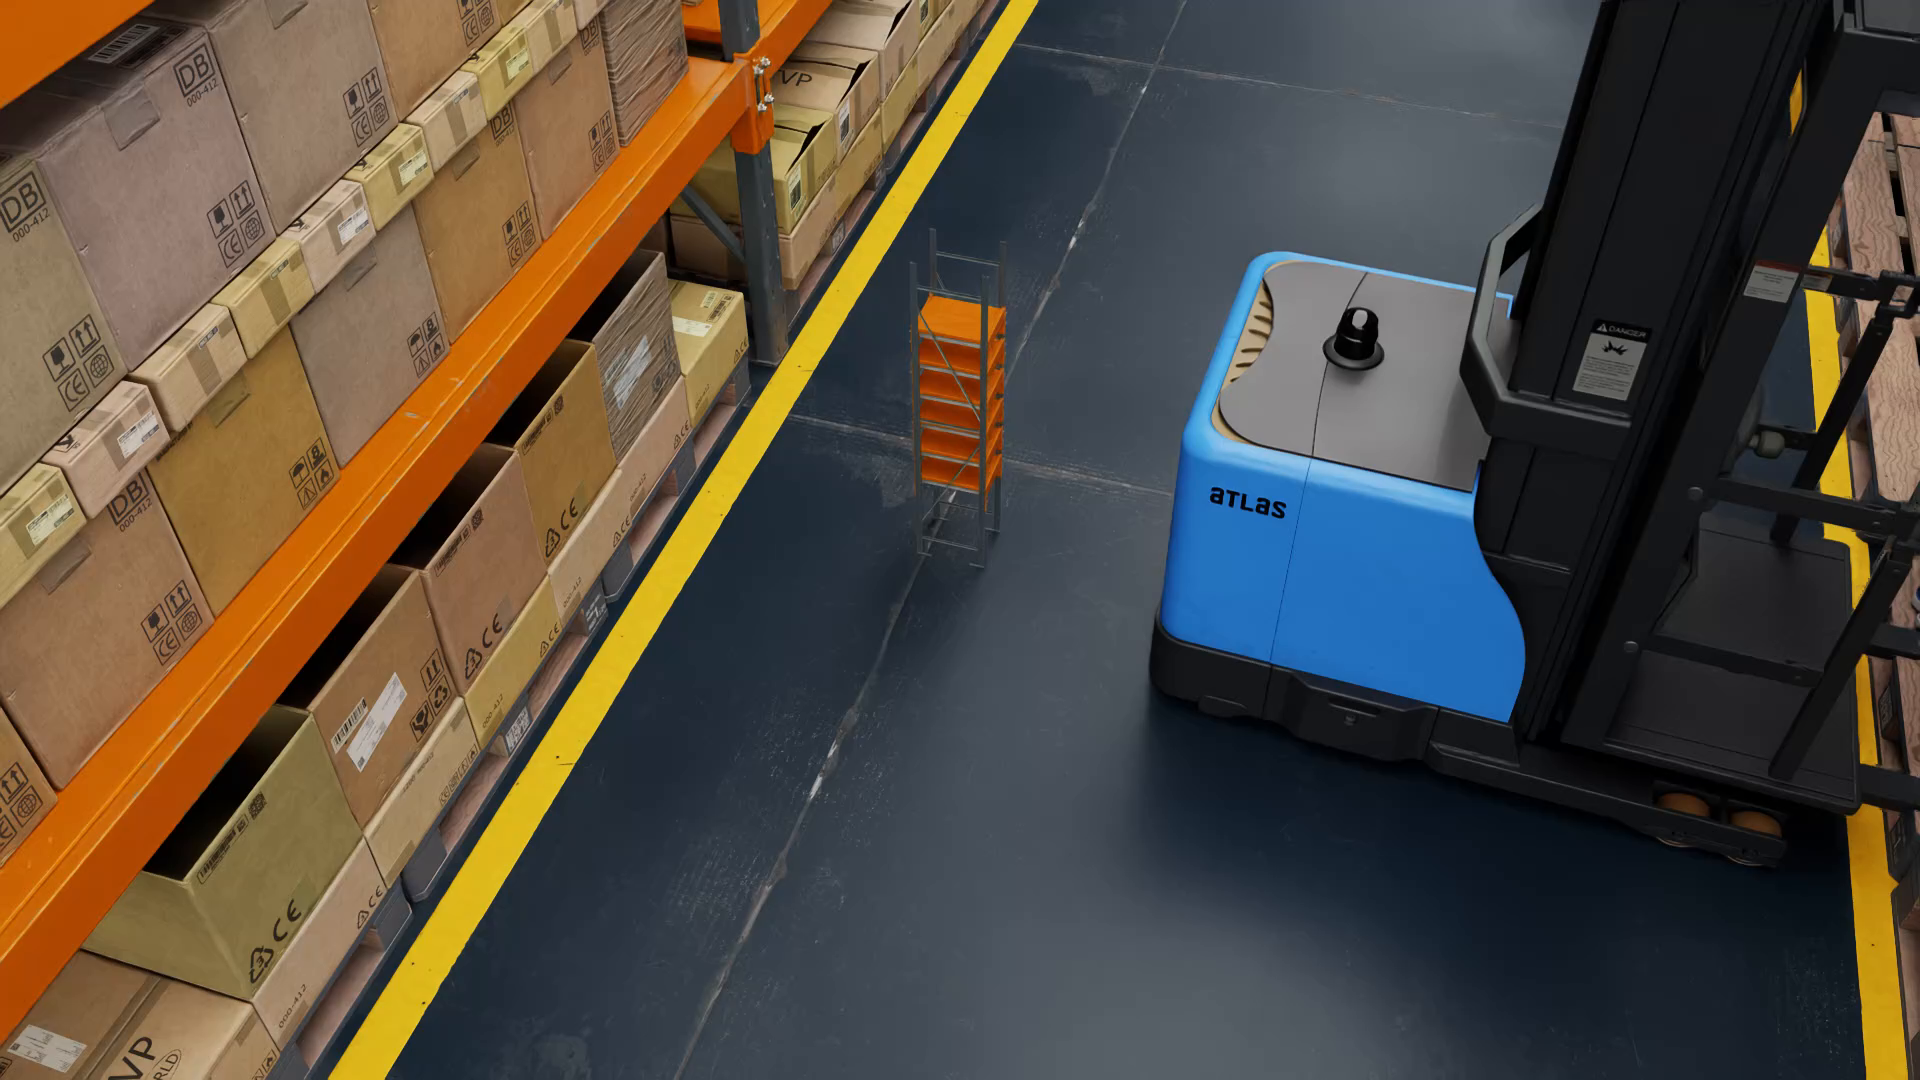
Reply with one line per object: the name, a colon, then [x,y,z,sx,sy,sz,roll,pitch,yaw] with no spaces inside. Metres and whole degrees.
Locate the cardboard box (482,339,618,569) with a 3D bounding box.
cardboard box: [-1.406,-0.298,5.039,0.500,0.500,0.500,13,46,13]

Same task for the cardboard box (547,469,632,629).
cardboard box: [-1.394,-0.027,5.299,0.500,0.250,0.500,13,46,13]

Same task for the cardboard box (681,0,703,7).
cardboard box: [-1.056,-2.166,5.927,0.500,0.250,0.500,15,46,15]

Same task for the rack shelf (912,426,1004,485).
rack shelf: [-0.004,-0.302,5.436,0.258,0.103,0.180,13,46,12]

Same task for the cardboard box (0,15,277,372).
cardboard box: [-1.899,-0.747,3.370,0.700,0.500,0.500,13,46,13]

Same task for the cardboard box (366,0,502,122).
cardboard box: [-1.596,-1.414,4.051,0.700,0.500,0.500,13,46,12]

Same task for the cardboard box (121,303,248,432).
cardboard box: [-1.739,-0.388,3.467,0.380,0.149,0.250,11,45,11]

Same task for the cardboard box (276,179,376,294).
cardboard box: [-1.584,-0.724,3.810,0.380,0.149,0.250,13,46,13]

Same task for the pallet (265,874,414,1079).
pallet: [-2.183,1.262,4.310,1.003,0.211,1.213,13,46,13]

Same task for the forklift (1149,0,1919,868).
forklift: [2.168,-0.532,4.198,3.031,2.935,1.130,14,46,14]

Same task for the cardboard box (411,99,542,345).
cardboard box: [-1.601,-0.935,4.489,0.700,0.500,0.500,13,46,13]

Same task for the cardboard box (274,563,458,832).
cardboard box: [-1.711,0.368,4.359,0.500,0.500,0.500,13,46,13]

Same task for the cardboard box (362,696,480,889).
cardboard box: [-1.700,0.639,4.618,0.500,0.250,0.500,13,46,13]

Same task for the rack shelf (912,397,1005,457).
rack shelf: [-0.004,-0.387,5.352,0.258,0.103,0.180,13,46,12]

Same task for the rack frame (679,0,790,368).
rack frame: [-1.163,-1.883,5.529,1.000,3.000,0.127,13,46,13]

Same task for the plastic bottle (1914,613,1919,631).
plastic bottle: [3.011,0.199,5.088,0.097,0.201,0.097,0,44,0]

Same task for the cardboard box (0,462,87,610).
cardboard box: [-1.896,-0.042,3.113,0.380,0.149,0.250,13,46,13]

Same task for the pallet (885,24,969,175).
pallet: [-0.610,-2.201,7.849,1.003,0.211,1.213,13,46,13]

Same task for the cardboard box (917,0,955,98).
cardboard box: [-0.340,-2.292,7.613,0.500,0.250,0.500,13,46,13]

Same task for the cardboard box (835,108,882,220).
cardboard box: [-0.649,-1.607,6.913,0.500,0.250,0.500,14,46,14]

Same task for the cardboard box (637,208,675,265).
cardboard box: [-1.314,-1.388,6.689,0.500,0.250,0.500,12,46,12]

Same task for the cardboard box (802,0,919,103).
cardboard box: [-0.488,-2.151,7.068,0.500,0.311,0.500,11,45,11]

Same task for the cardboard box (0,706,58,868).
cardboard box: [-2.221,0.439,3.085,0.700,0.500,0.500,13,46,13]

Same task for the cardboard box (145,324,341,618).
cardboard box: [-1.911,-0.241,3.781,0.700,0.500,0.500,13,46,13]

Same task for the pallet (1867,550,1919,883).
pallet: [3.313,0.604,4.981,1.003,0.211,1.213,13,46,13]

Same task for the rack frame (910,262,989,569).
rack frame: [-0.032,-0.358,5.258,0.240,1.200,0.006,13,46,12]

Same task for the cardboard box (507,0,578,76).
cardboard box: [-1.274,-1.409,4.510,0.380,0.149,0.250,12,46,12]

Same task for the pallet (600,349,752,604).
pallet: [-1.444,-0.365,5.972,1.003,0.211,1.213,13,46,13]

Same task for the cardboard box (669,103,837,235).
cardboard box: [-0.801,-1.473,6.375,0.500,0.311,0.500,13,46,13]

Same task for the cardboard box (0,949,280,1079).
cardboard box: [-2.000,1.306,3.937,0.500,0.250,0.500,13,46,13]

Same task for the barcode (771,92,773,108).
barcode: [-0.689,-1.572,5.998,0.001,0.075,0.075,13,46,13]

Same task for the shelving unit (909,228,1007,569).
shelving unit: [-0.004,-0.419,5.320,0.258,1.200,0.189,13,46,12]

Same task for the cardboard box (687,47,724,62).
cardboard box: [-1.162,-1.929,6.842,0.500,0.311,0.500,14,46,14]

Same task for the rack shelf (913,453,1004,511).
rack shelf: [-0.004,-0.216,5.519,0.258,0.103,0.180,13,46,12]

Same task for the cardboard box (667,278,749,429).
cardboard box: [-1.095,-0.695,5.981,0.500,0.250,0.500,13,46,13]

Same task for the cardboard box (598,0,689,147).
cardboard box: [-1.292,-1.621,5.191,0.700,0.500,0.500,11,46,11]

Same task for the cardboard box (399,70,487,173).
cardboard box: [-1.427,-1.078,4.171,0.380,0.149,0.250,14,46,14]

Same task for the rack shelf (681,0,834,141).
rack shelf: [-0.558,-2.959,7.143,1.077,0.370,4.000,13,46,13]

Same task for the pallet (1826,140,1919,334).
pallet: [4.125,-1.182,6.807,1.003,0.211,1.213,13,46,13]
